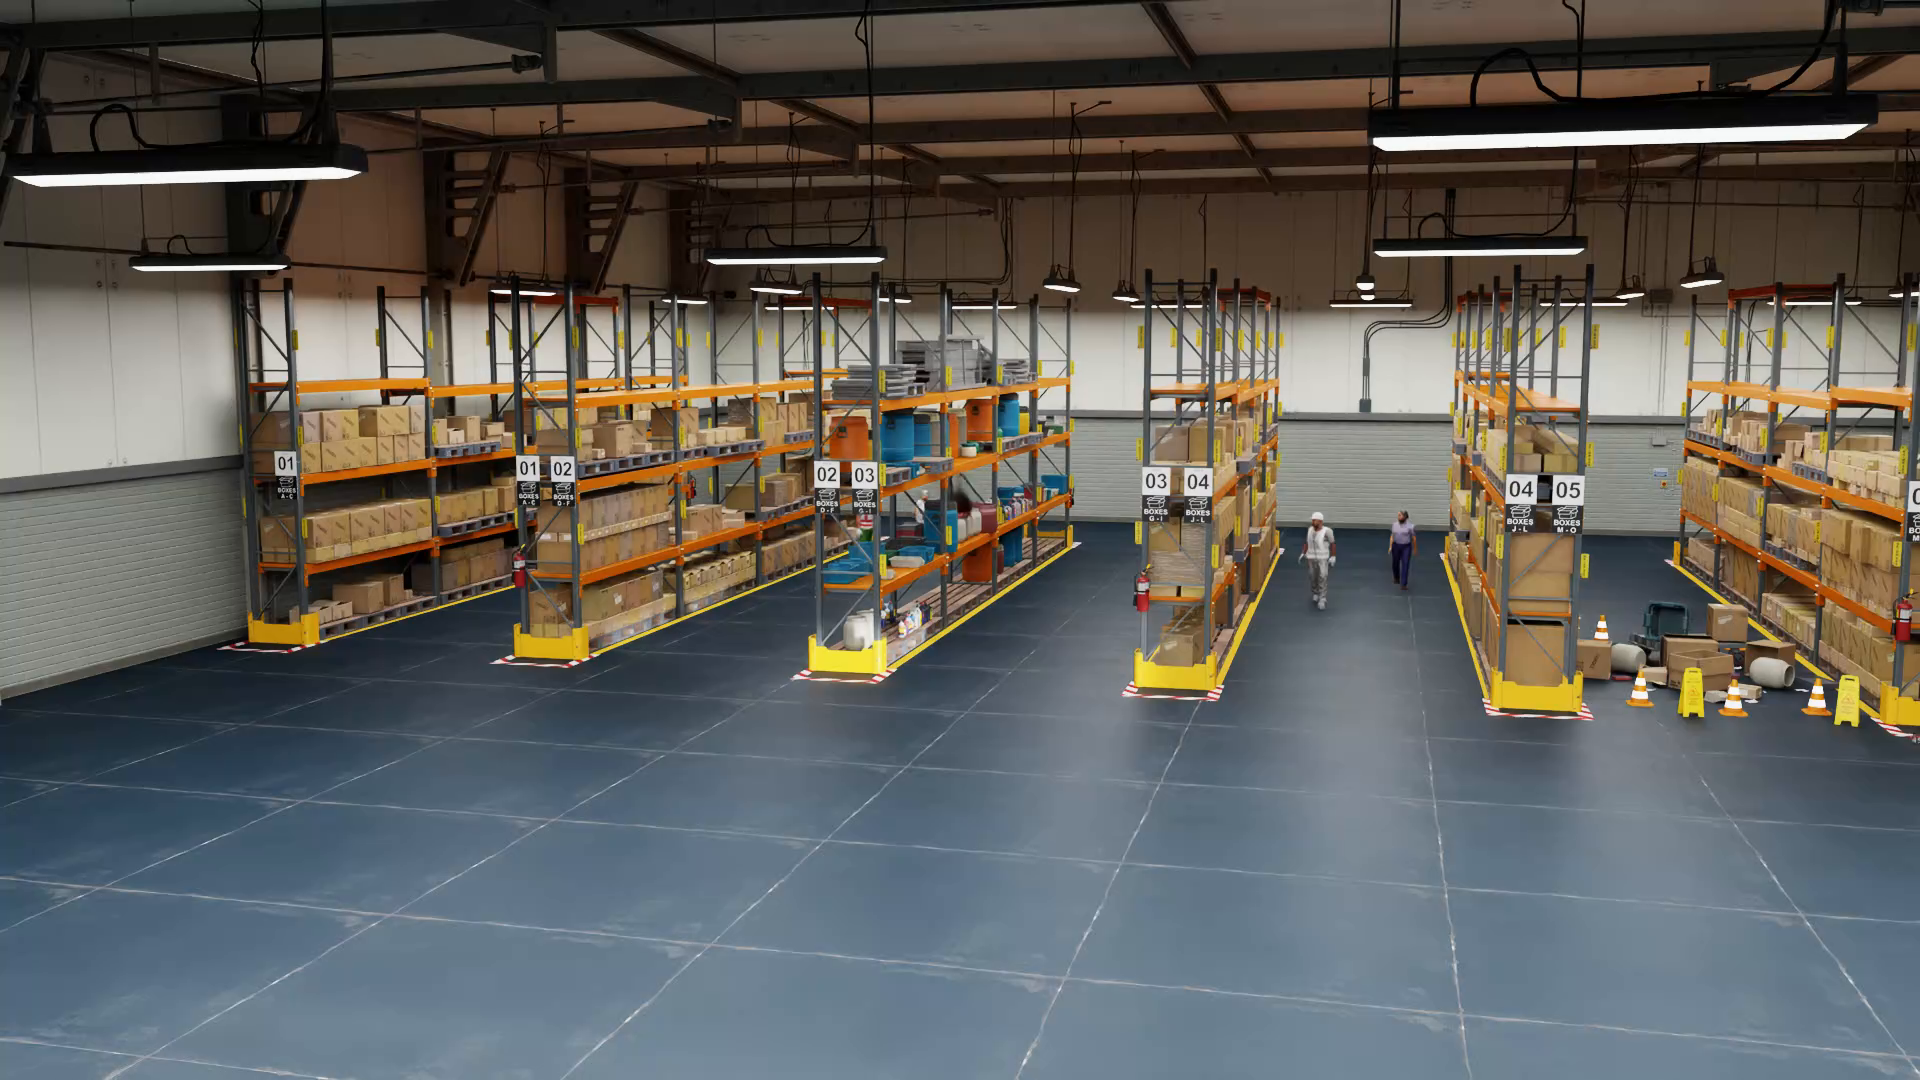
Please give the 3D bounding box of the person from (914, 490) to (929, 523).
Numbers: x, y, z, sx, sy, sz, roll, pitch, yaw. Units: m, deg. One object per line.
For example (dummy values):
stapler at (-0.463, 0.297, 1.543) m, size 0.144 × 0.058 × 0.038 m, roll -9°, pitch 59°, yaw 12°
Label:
person at (-0.759, -0.308, 37.772) m, size 0.639 × 1.695 × 0.746 m, roll 2°, pitch 7°, yaw 20°

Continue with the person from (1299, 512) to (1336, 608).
person at (6.726, 0.349, 31.357) m, size 0.672 × 1.744 × 0.940 m, roll 2°, pitch 7°, yaw 19°

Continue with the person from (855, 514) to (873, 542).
person at (-2.047, -0.238, 36.344) m, size 0.411 × 1.804 × 0.620 m, roll 4°, pitch 8°, yaw 29°

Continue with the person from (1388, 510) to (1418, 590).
person at (8.959, 0.183, 33.602) m, size 0.573 × 1.607 × 0.929 m, roll 3°, pitch 7°, yaw 20°
